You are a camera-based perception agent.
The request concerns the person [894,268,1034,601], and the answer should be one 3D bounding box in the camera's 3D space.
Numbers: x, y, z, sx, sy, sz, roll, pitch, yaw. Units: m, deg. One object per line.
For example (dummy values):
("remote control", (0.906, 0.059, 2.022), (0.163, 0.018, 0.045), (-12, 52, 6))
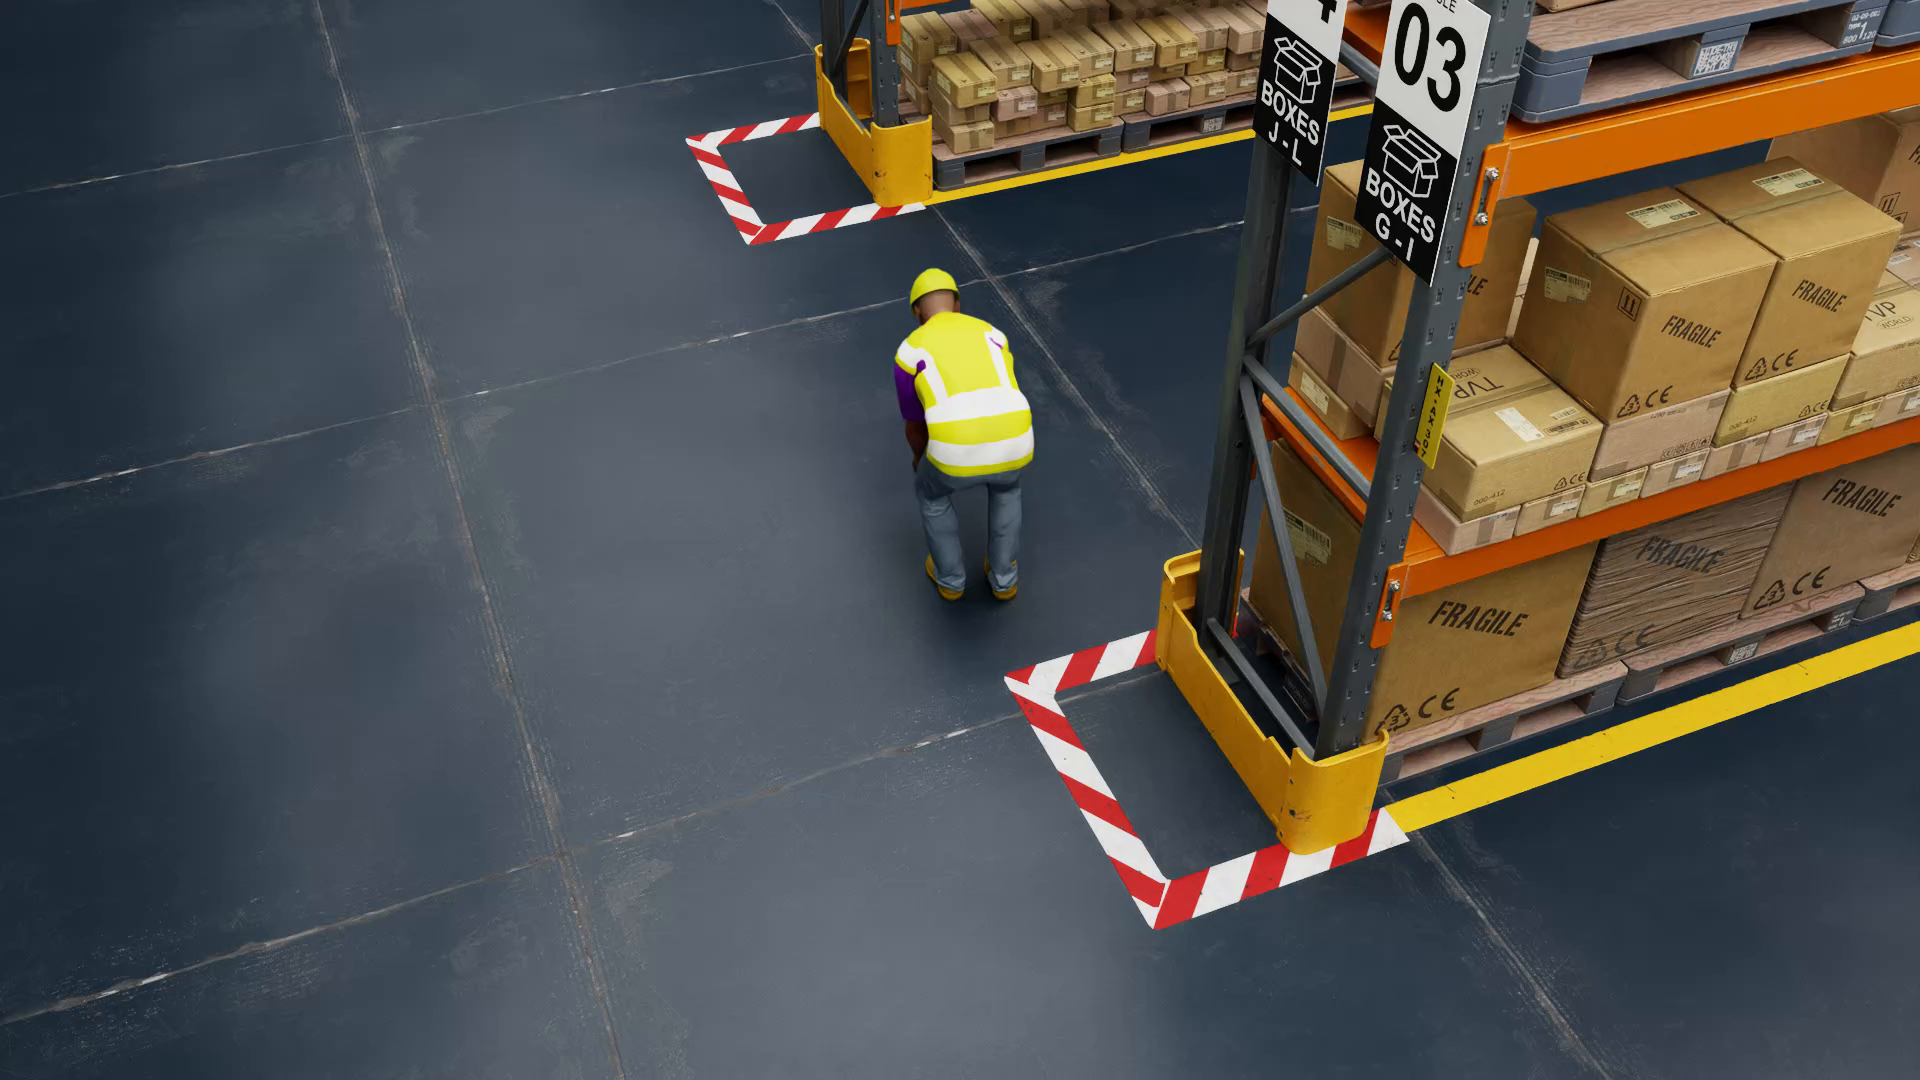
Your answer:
("person", (-0.011, -0.405, 6.980), (0.501, 1.259, 0.938), (-9, 42, -10))
